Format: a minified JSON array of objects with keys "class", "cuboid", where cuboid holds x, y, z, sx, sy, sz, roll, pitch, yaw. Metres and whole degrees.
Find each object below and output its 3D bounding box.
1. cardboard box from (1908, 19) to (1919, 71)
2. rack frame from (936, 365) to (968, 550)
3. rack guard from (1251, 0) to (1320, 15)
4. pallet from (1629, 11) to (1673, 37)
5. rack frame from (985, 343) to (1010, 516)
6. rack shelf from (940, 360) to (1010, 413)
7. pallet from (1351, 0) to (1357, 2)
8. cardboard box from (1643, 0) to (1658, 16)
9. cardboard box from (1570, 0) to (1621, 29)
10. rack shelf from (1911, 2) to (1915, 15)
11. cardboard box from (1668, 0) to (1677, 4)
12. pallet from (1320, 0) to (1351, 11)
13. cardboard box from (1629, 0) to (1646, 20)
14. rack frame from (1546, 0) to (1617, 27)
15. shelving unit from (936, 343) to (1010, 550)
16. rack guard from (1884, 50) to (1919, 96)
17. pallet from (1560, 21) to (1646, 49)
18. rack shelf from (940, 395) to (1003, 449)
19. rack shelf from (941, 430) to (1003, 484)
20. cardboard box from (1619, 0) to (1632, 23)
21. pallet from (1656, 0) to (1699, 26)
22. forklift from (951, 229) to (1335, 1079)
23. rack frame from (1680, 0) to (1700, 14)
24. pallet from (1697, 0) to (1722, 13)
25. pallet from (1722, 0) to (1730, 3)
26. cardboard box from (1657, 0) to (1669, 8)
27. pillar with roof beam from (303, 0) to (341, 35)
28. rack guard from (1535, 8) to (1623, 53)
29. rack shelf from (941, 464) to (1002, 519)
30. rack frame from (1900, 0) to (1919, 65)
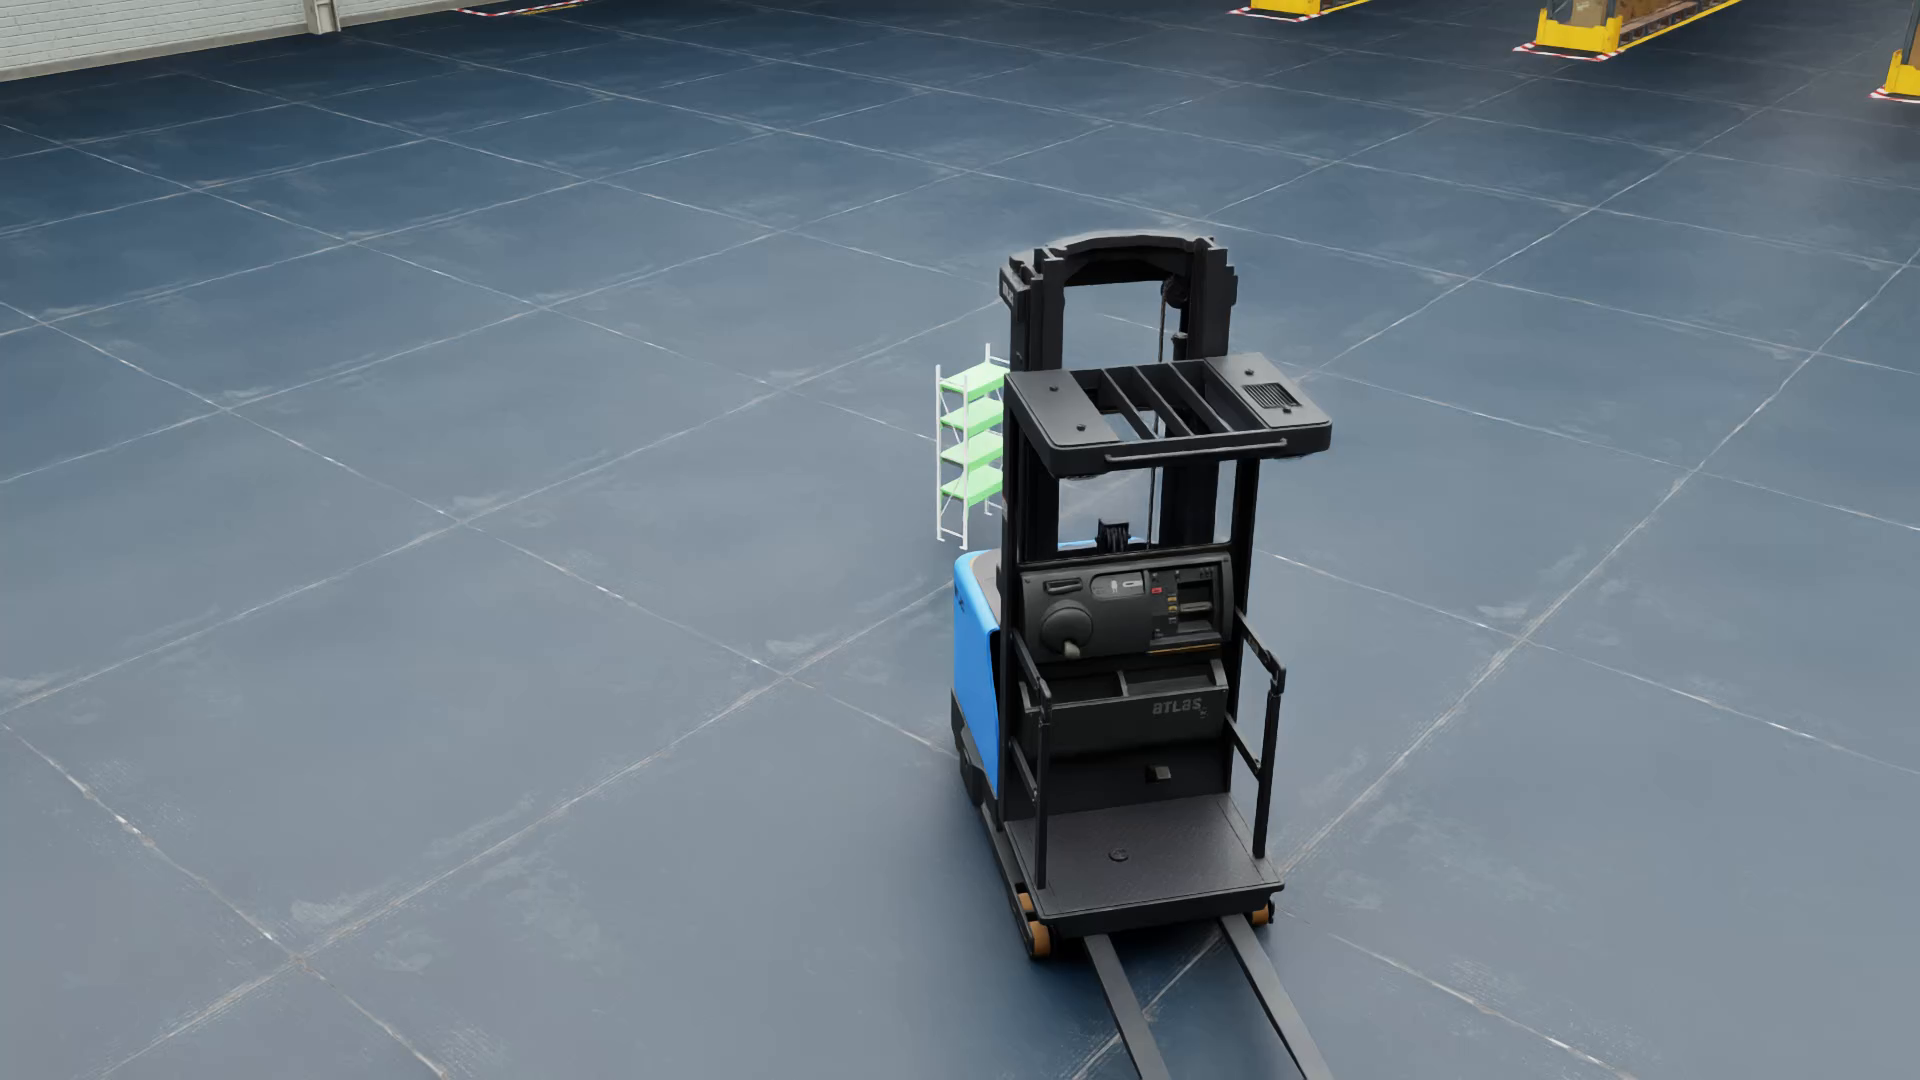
[{"class":"cardboard box","cuboid":[13.425,-6.796,22.477,0.875,0.875,0.875,21,34,35]},{"class":"rack frame","cuboid":[-0.050,-0.505,10.421,0.240,1.200,0.015,21,34,34]},{"class":"rack guard","cuboid":[5.472,-9.157,27.906,1.175,0.500,0.348,21,34,34]},{"class":"pallet","cuboid":[10.651,-8.275,26.517,1.003,0.211,1.213,21,34,34]},{"class":"rack frame","cuboid":[0.261,-0.678,10.755,0.240,1.200,0.015,21,34,34]},{"class":"rack shelf","cuboid":[0.105,-0.961,10.397,0.258,0.148,0.480,21,34,34]},{"class":"pallet","cuboid":[6.769,-9.745,29.358,1.003,0.211,1.213,21,34,34]},{"class":"cardboard box","cuboid":[10.848,-8.695,26.556,0.500,0.500,0.500,17,32,30]},{"class":"cardboard box","cuboid":[9.692,-8.071,25.351,0.500,0.500,0.500,-21,34,-35]},{"class":"rack shelf","cuboid":[14.317,-7.683,23.119,1.077,0.370,4.000,21,34,34]},{"class":"cardboard box","cuboid":[11.541,-9.143,27.422,0.500,0.500,0.500,20,33,33]},{"class":"pallet","cuboid":[5.993,-9.315,28.526,1.003,0.211,1.213,21,34,34]},{"class":"cardboard box","cuboid":[10.459,-8.510,26.199,0.500,0.500,0.500,25,36,39]},{"class":"rack frame","cuboid":[9.282,-8.779,24.455,1.000,3.000,0.127,21,34,34]},{"class":"shelving unit","cuboid":[0.105,-0.592,10.588,0.258,1.200,0.503,21,34,34]},{"class":"rack guard","cuboid":[13.030,-6.174,22.141,1.175,0.500,0.348,21,34,34]},{"class":"pallet","cuboid":[9.874,-7.845,25.684,1.003,0.211,1.213,21,34,34]},{"class":"rack shelf","cuboid":[0.105,-0.748,10.507,0.258,0.148,0.480,21,34,34]},{"class":"rack shelf","cuboid":[0.105,-0.535,10.617,0.258,0.148,0.480,21,34,34]},{"class":"cardboard box","cuboid":[10.046,-8.293,25.780,0.500,0.500,0.500,-18,32,-31]},{"class":"pallet","cuboid":[11.426,-8.710,27.357,1.003,0.211,1.213,21,34,34]},{"class":"forklift","cuboid":[0.768,0.329,6.925,1.130,2.935,3.031,-6,28,-11]},{"class":"rack frame","cuboid":[11.826,-10.197,27.196,1.000,3.000,0.127,21,34,34]},{"class":"pallet","cuboid":[12.320,-9.235,28.371,1.003,0.211,1.213,21,34,34]},{"class":"pallet","cuboid":[13.096,-9.669,29.211,1.003,0.211,1.213,21,34,34]},{"class":"cardboard box","cuboid":[11.183,-8.938,27.026,0.500,0.500,0.500,-16,31,-28]},{"class":"pillar with roof beam","cuboid":[-6.718,-10.774,21.784,9.100,9.000,0.400,21,34,34]},{"class":"rack guard","cuboid":[9.330,-7.695,25.081,1.175,0.500,0.348,21,34,34]},{"class":"rack shelf","cuboid":[0.105,-0.322,10.727,0.258,0.148,0.480,21,34,34]},{"class":"rack frame","cuboid":[13.045,-7.293,21.583,1.000,3.000,0.127,21,34,34]}]
